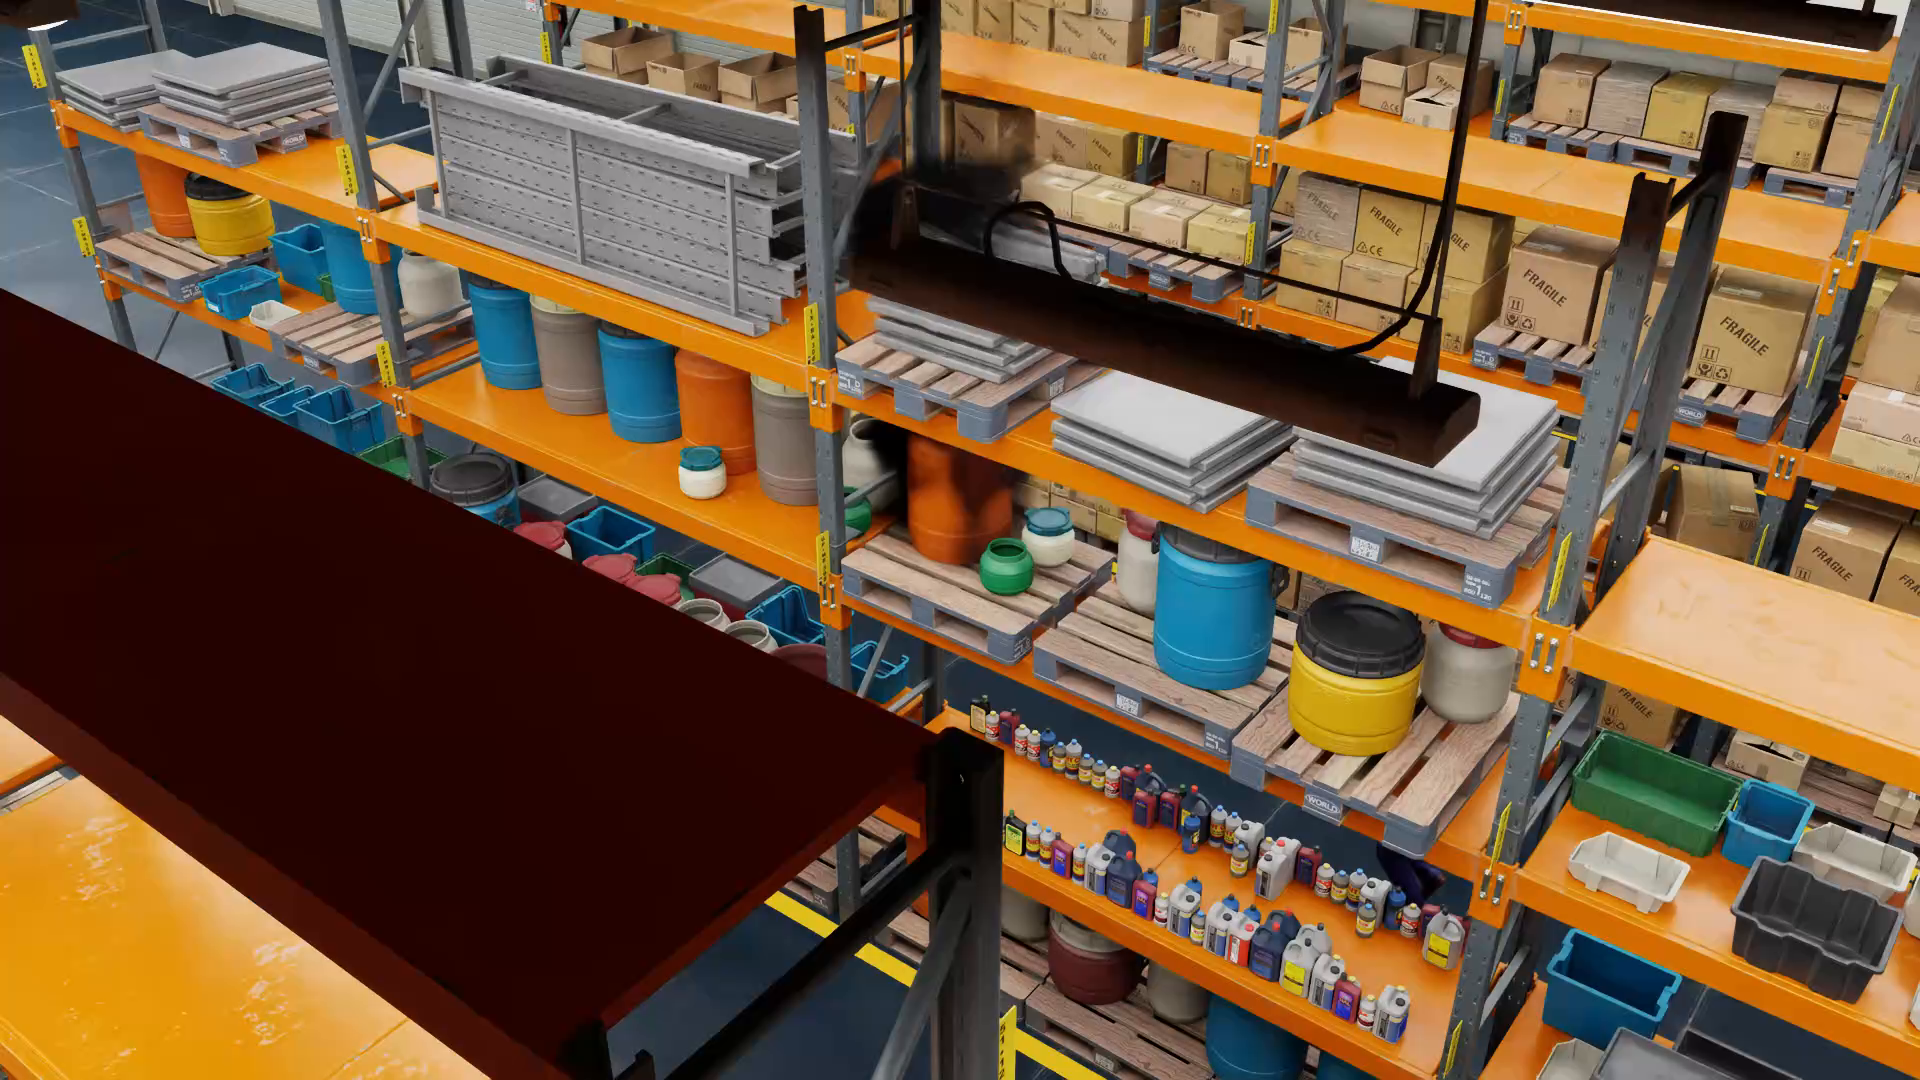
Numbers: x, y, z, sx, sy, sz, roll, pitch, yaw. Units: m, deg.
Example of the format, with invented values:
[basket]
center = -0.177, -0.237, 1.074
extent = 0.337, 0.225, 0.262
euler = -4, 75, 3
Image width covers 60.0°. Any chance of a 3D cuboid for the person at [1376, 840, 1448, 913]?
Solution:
[person]
center = 2.866, 1.698, 10.455
extent = 0.503, 1.583, 0.615
euler = 21, 37, 31
